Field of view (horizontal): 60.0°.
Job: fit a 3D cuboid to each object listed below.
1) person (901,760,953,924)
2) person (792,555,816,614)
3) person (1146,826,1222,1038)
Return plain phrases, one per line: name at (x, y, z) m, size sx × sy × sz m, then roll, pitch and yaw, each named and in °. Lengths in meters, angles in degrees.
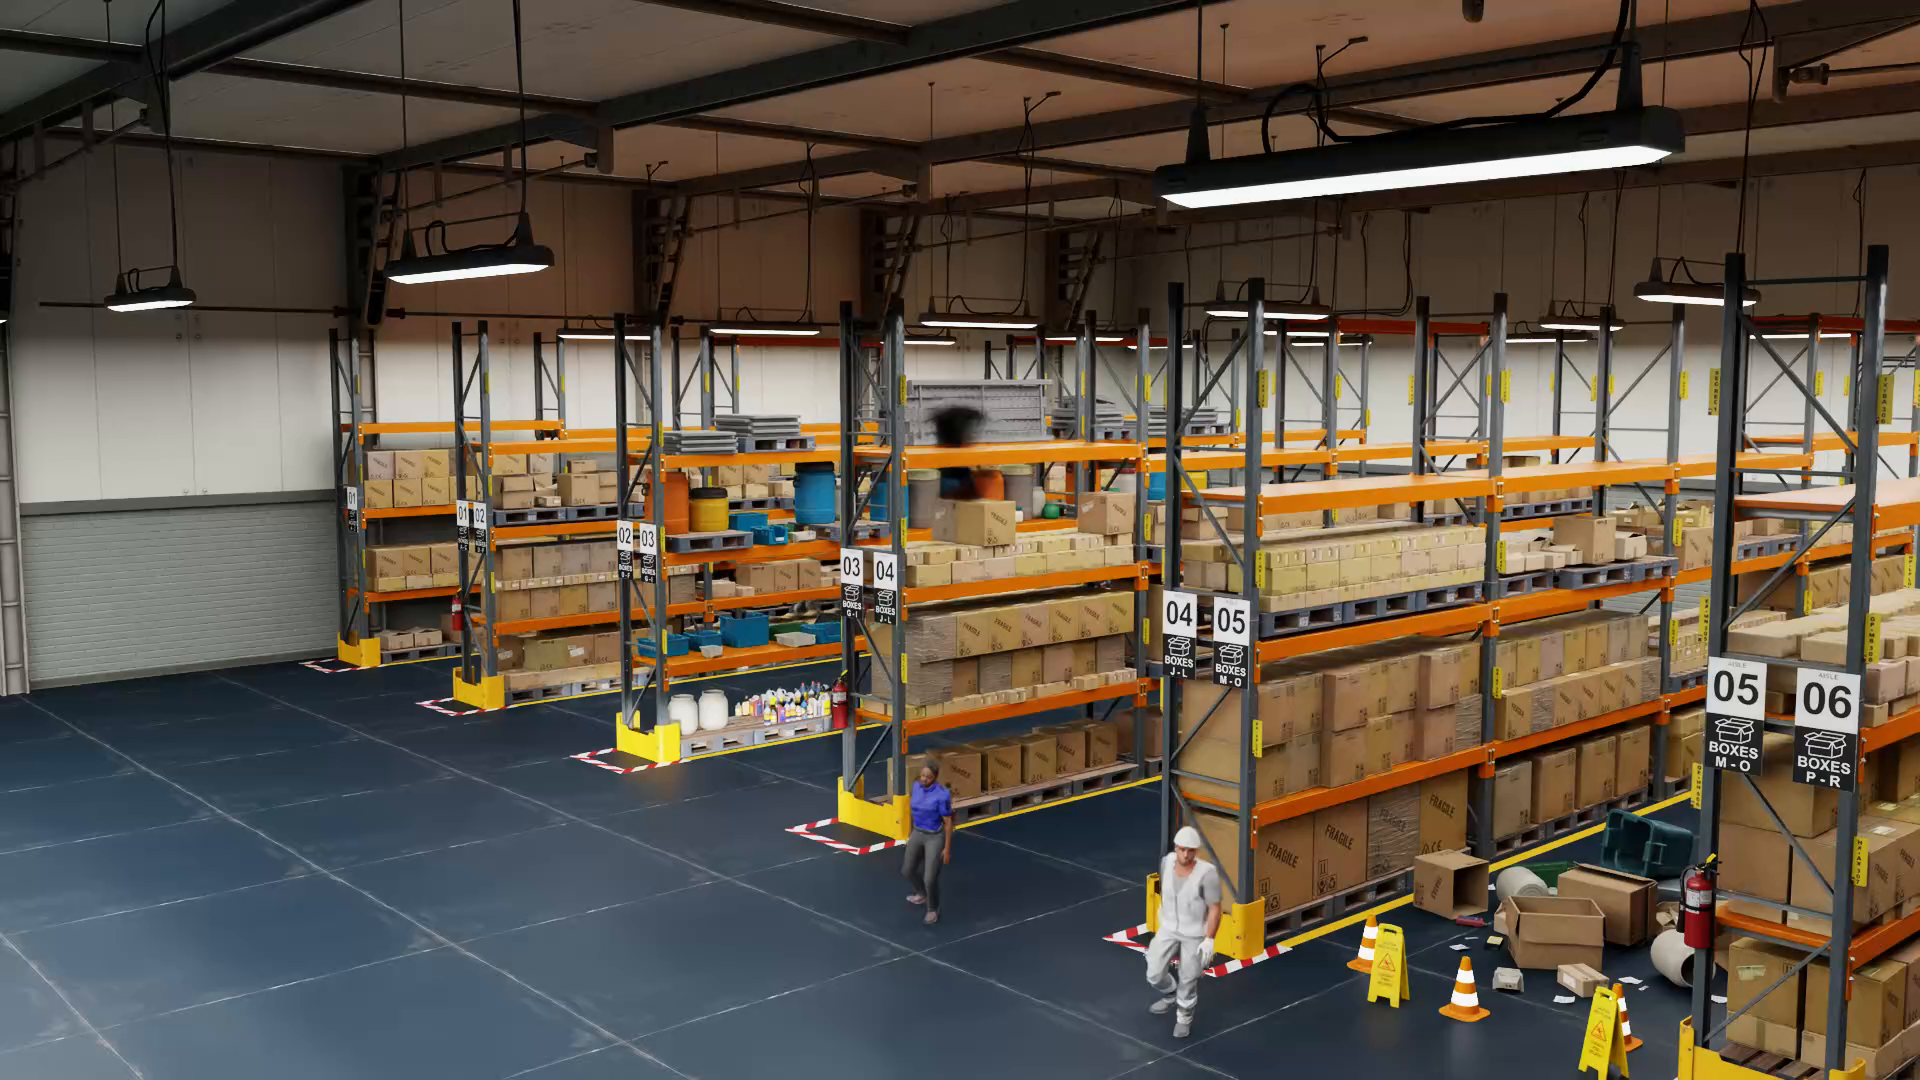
person at (-0.286, 2.826, 15.814) m, size 0.722 × 1.604 × 0.585 m, roll 4°, pitch 7°, yaw 32°
person at (-3.036, 1.104, 32.552) m, size 0.609 × 1.655 × 0.611 m, roll 5°, pitch 8°, yaw 44°
person at (1.737, 3.031, 12.899) m, size 0.672 × 1.740 × 0.607 m, roll 3°, pitch 7°, yaw 31°
